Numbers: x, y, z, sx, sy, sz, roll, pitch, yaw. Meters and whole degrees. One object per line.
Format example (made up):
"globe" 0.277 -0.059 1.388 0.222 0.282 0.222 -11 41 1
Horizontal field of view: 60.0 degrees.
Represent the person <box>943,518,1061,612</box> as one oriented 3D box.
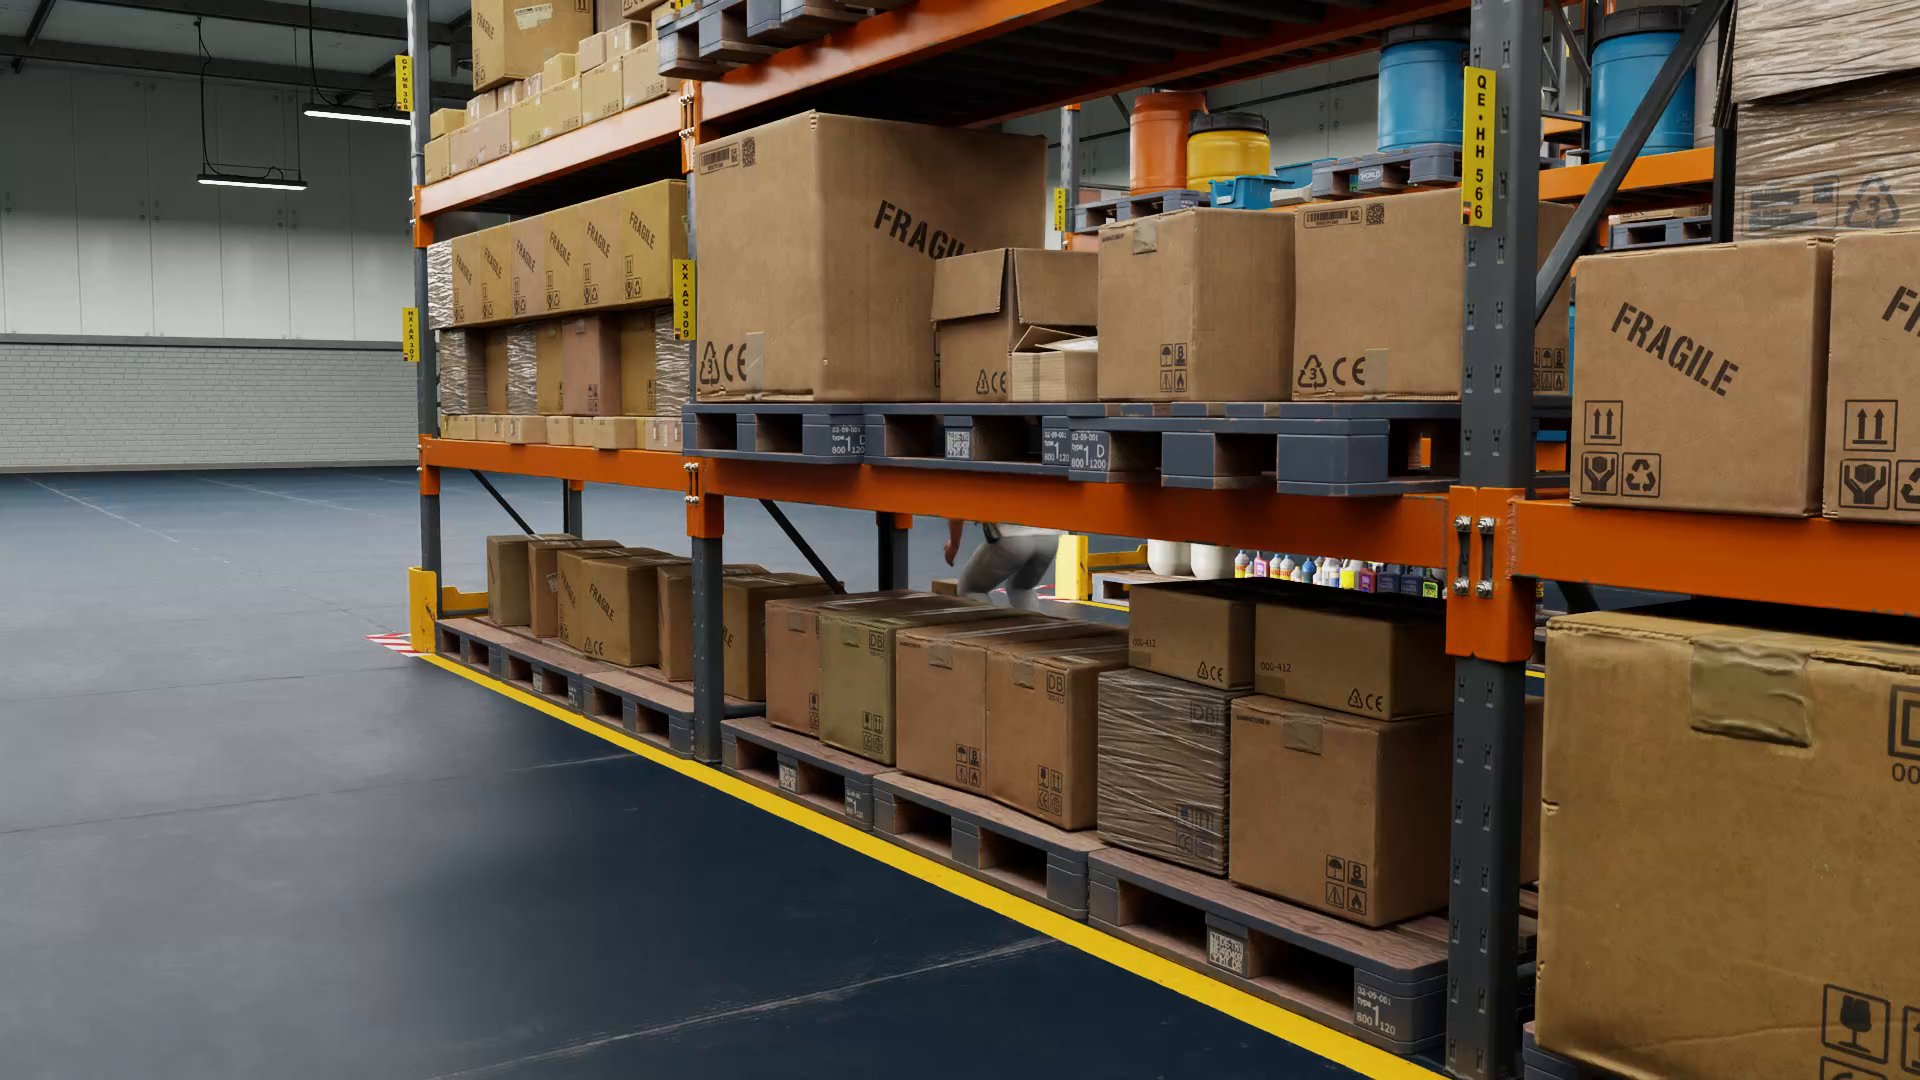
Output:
"person" 0.223 -0.014 9.596 0.589 1.497 0.751 -3 6 -33
